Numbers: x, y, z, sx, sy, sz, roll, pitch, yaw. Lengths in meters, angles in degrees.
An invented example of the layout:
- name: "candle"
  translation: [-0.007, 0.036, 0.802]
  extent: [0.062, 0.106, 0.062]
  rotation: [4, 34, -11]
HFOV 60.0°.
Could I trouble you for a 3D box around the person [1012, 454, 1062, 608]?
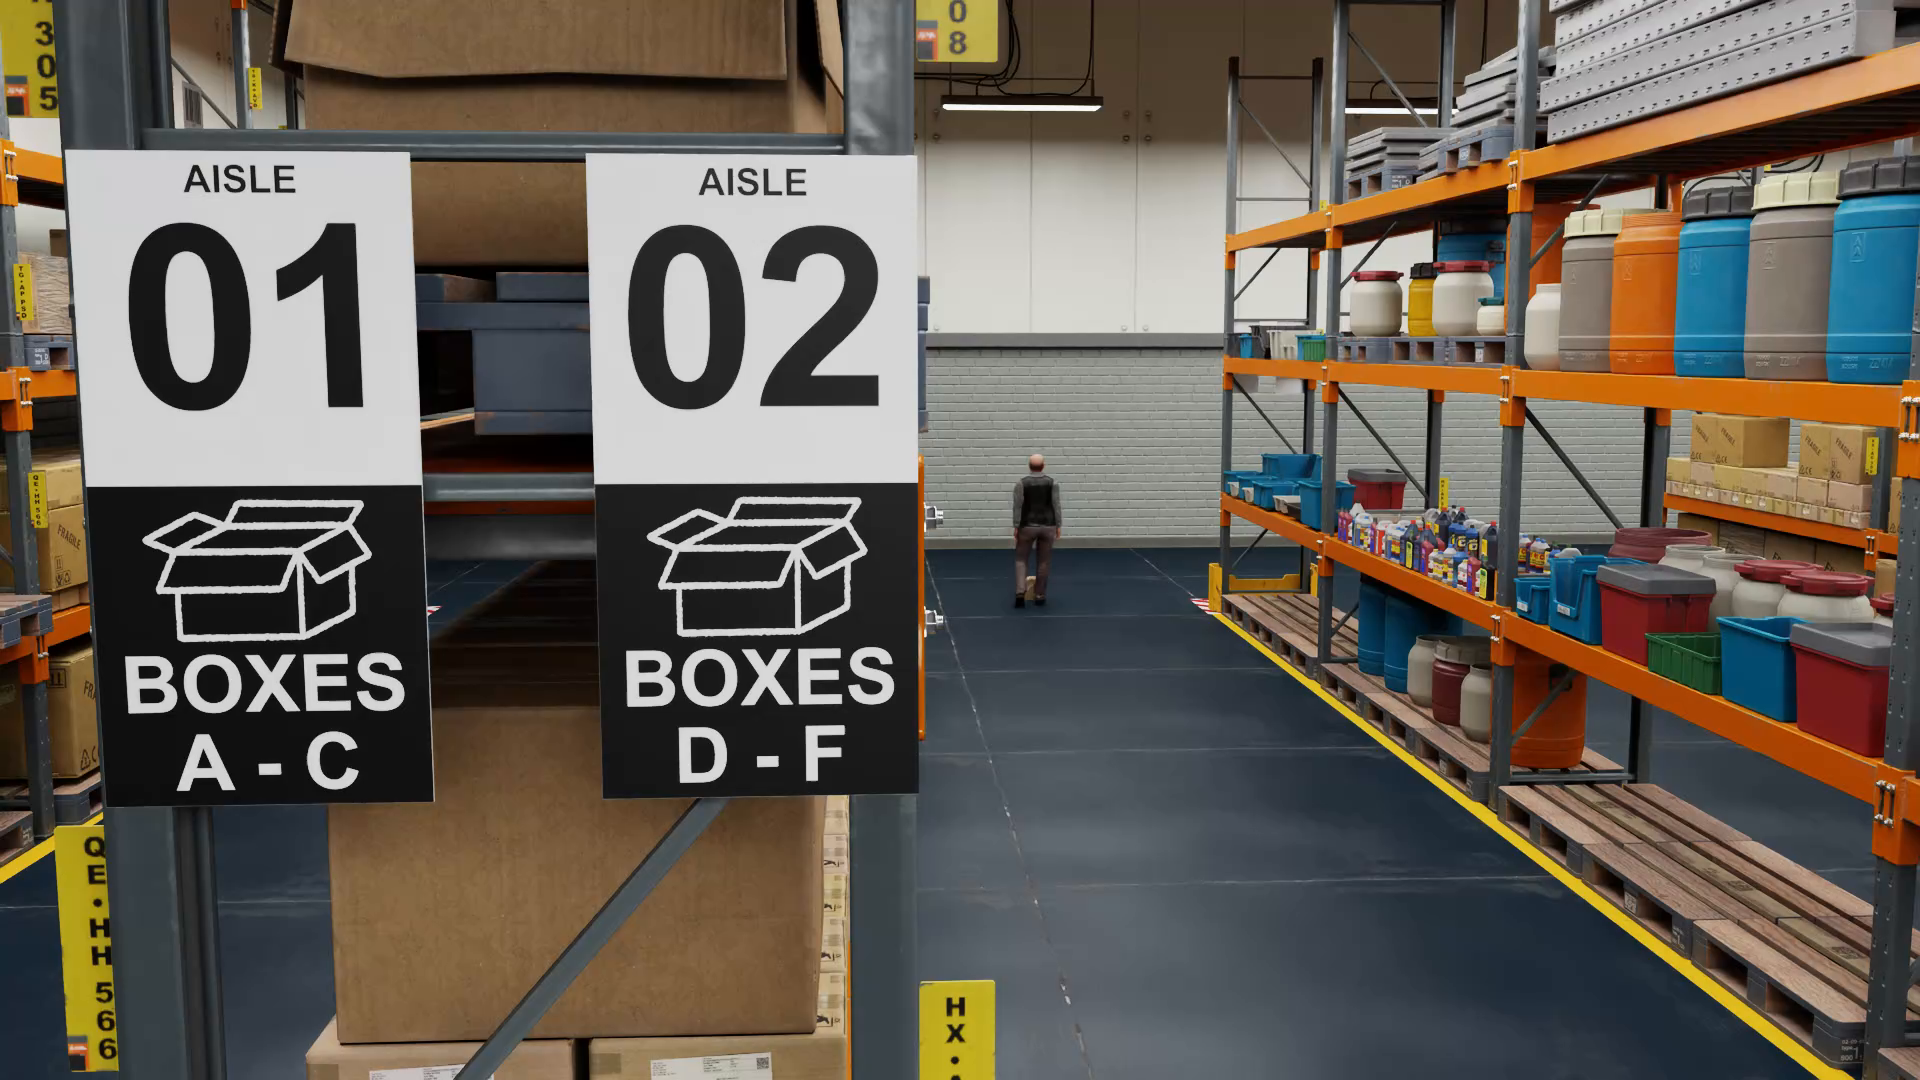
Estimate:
- name: "person"
  translation: [0.865, -0.094, 18.794]
  extent: [0.570, 1.765, 0.513]
  rotation: [0, 7, -4]
